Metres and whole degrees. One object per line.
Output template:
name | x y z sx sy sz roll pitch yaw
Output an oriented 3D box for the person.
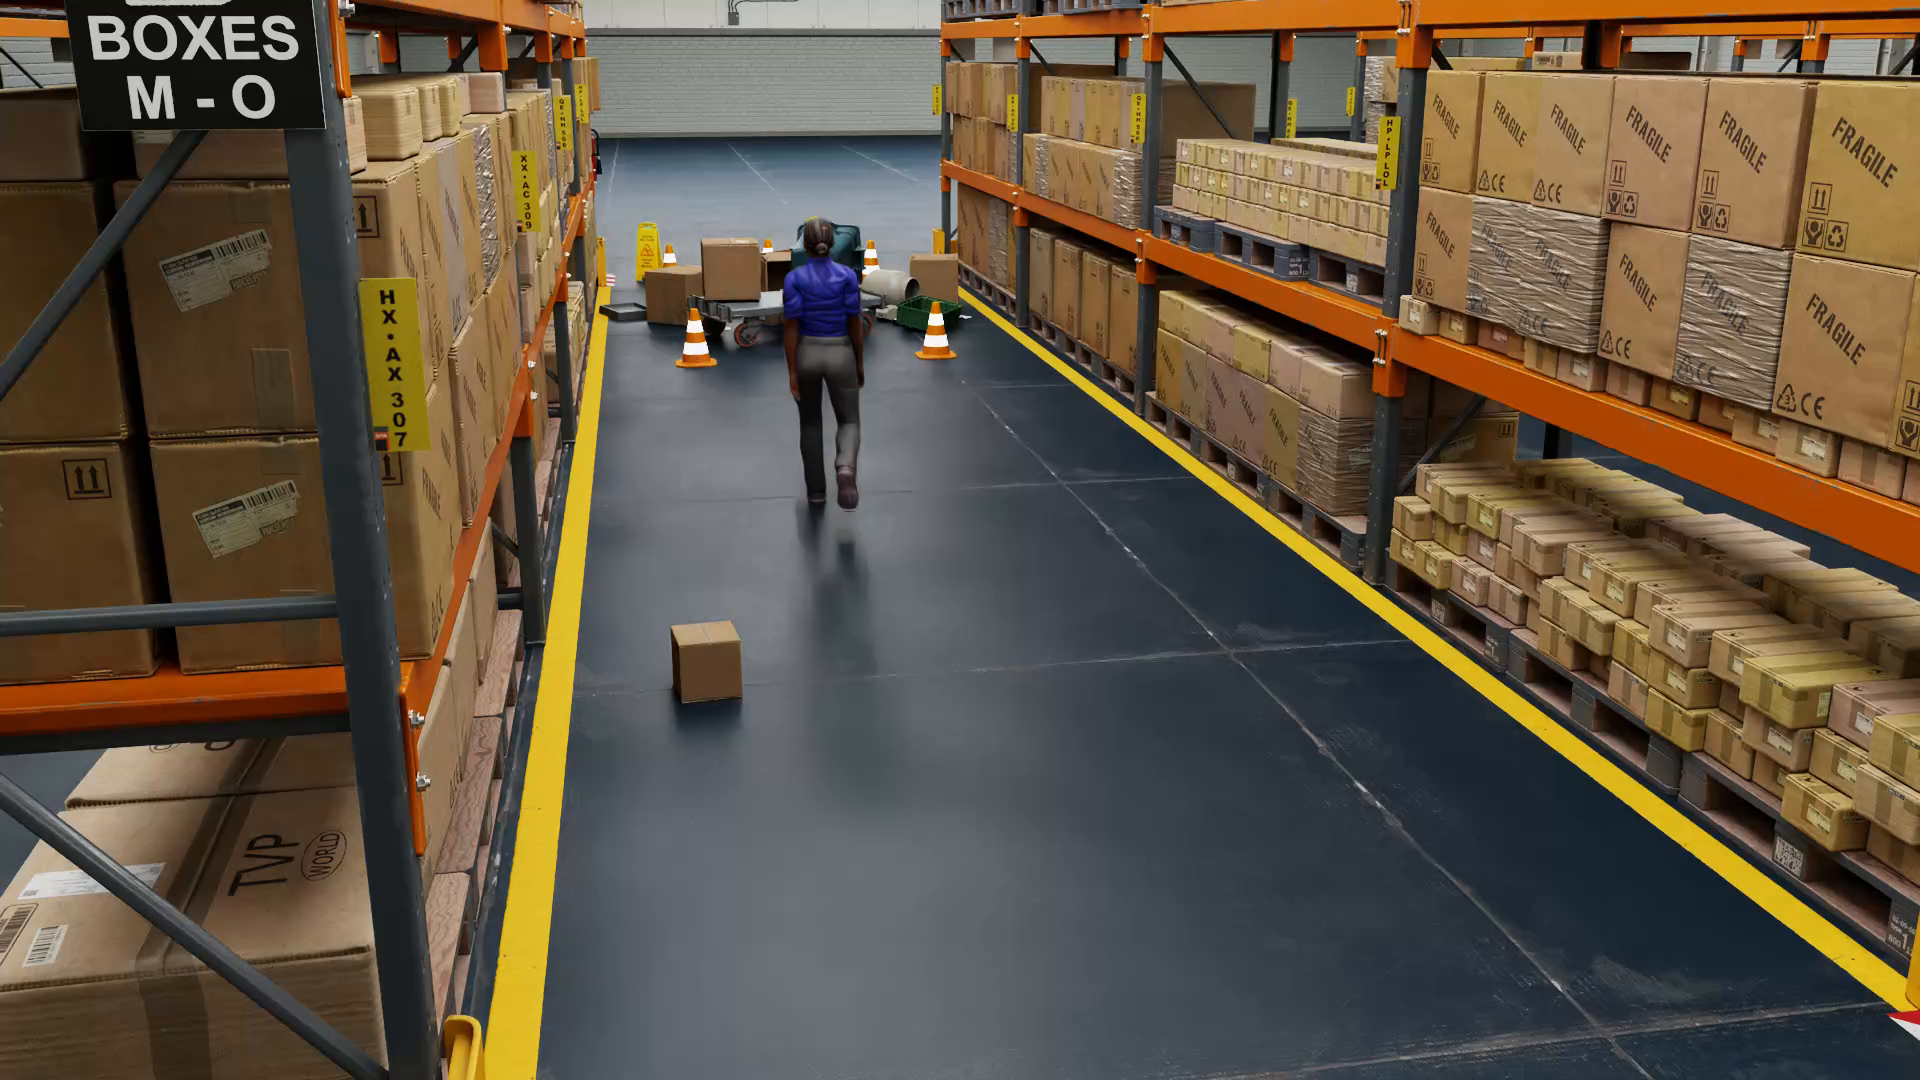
person | -0.751 -0.962 9.237 0.445 1.631 0.727 -1 17 -5
